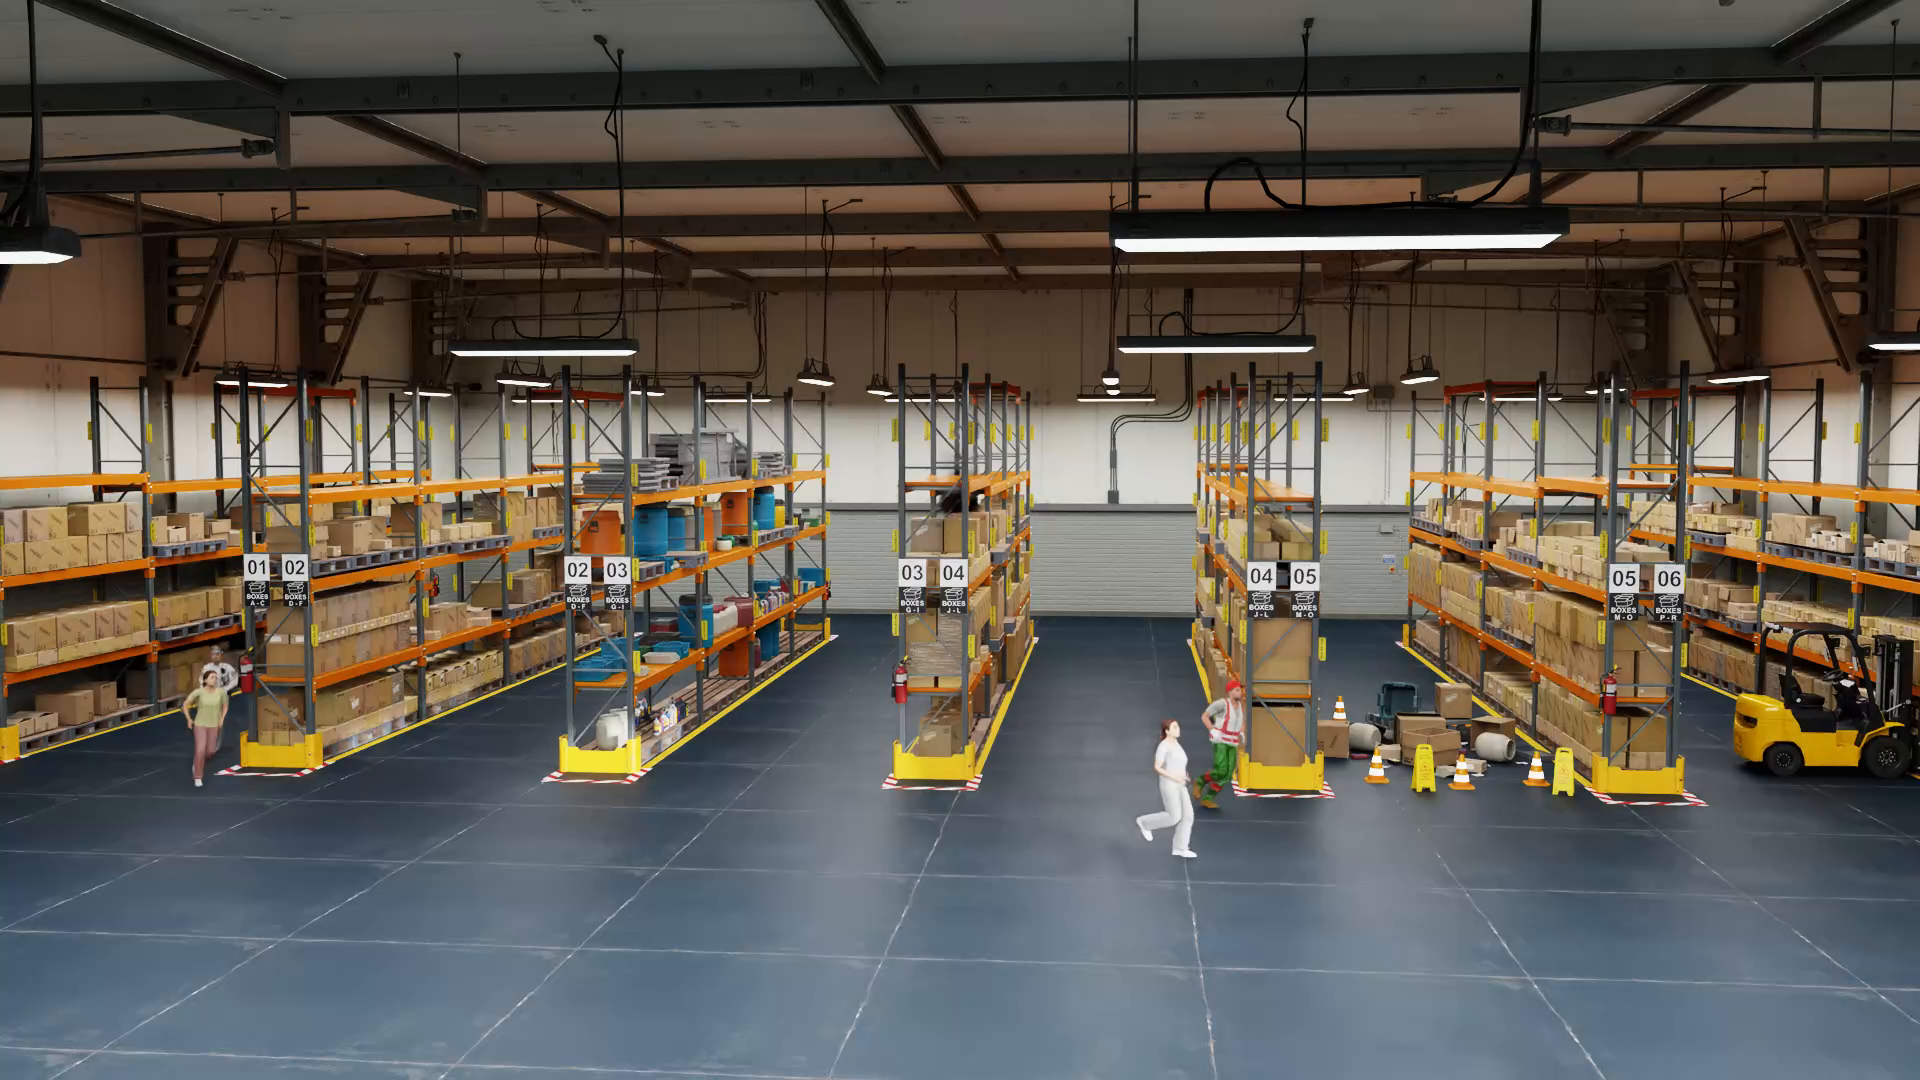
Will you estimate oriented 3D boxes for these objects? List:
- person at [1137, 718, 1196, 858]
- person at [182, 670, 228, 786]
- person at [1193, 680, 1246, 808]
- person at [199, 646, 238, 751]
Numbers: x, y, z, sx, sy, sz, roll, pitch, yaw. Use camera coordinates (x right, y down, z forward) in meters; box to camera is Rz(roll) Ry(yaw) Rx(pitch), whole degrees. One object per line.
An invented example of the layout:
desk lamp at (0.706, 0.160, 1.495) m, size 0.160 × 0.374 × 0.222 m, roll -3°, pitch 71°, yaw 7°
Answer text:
person at (2.484, 2.919, 19.739) m, size 0.764 × 1.637 × 0.564 m, roll 3°, pitch 4°, yaw 35°
person at (-10.837, 2.674, 23.921) m, size 0.615 × 1.625 × 0.662 m, roll -3°, pitch 5°, yaw -38°
person at (3.547, 2.720, 22.315) m, size 0.721 × 1.690 × 0.606 m, roll -2°, pitch 4°, yaw -33°
person at (-11.757, 2.485, 26.356) m, size 0.629 × 1.651 × 0.567 m, roll -1°, pitch 4°, yaw -8°
